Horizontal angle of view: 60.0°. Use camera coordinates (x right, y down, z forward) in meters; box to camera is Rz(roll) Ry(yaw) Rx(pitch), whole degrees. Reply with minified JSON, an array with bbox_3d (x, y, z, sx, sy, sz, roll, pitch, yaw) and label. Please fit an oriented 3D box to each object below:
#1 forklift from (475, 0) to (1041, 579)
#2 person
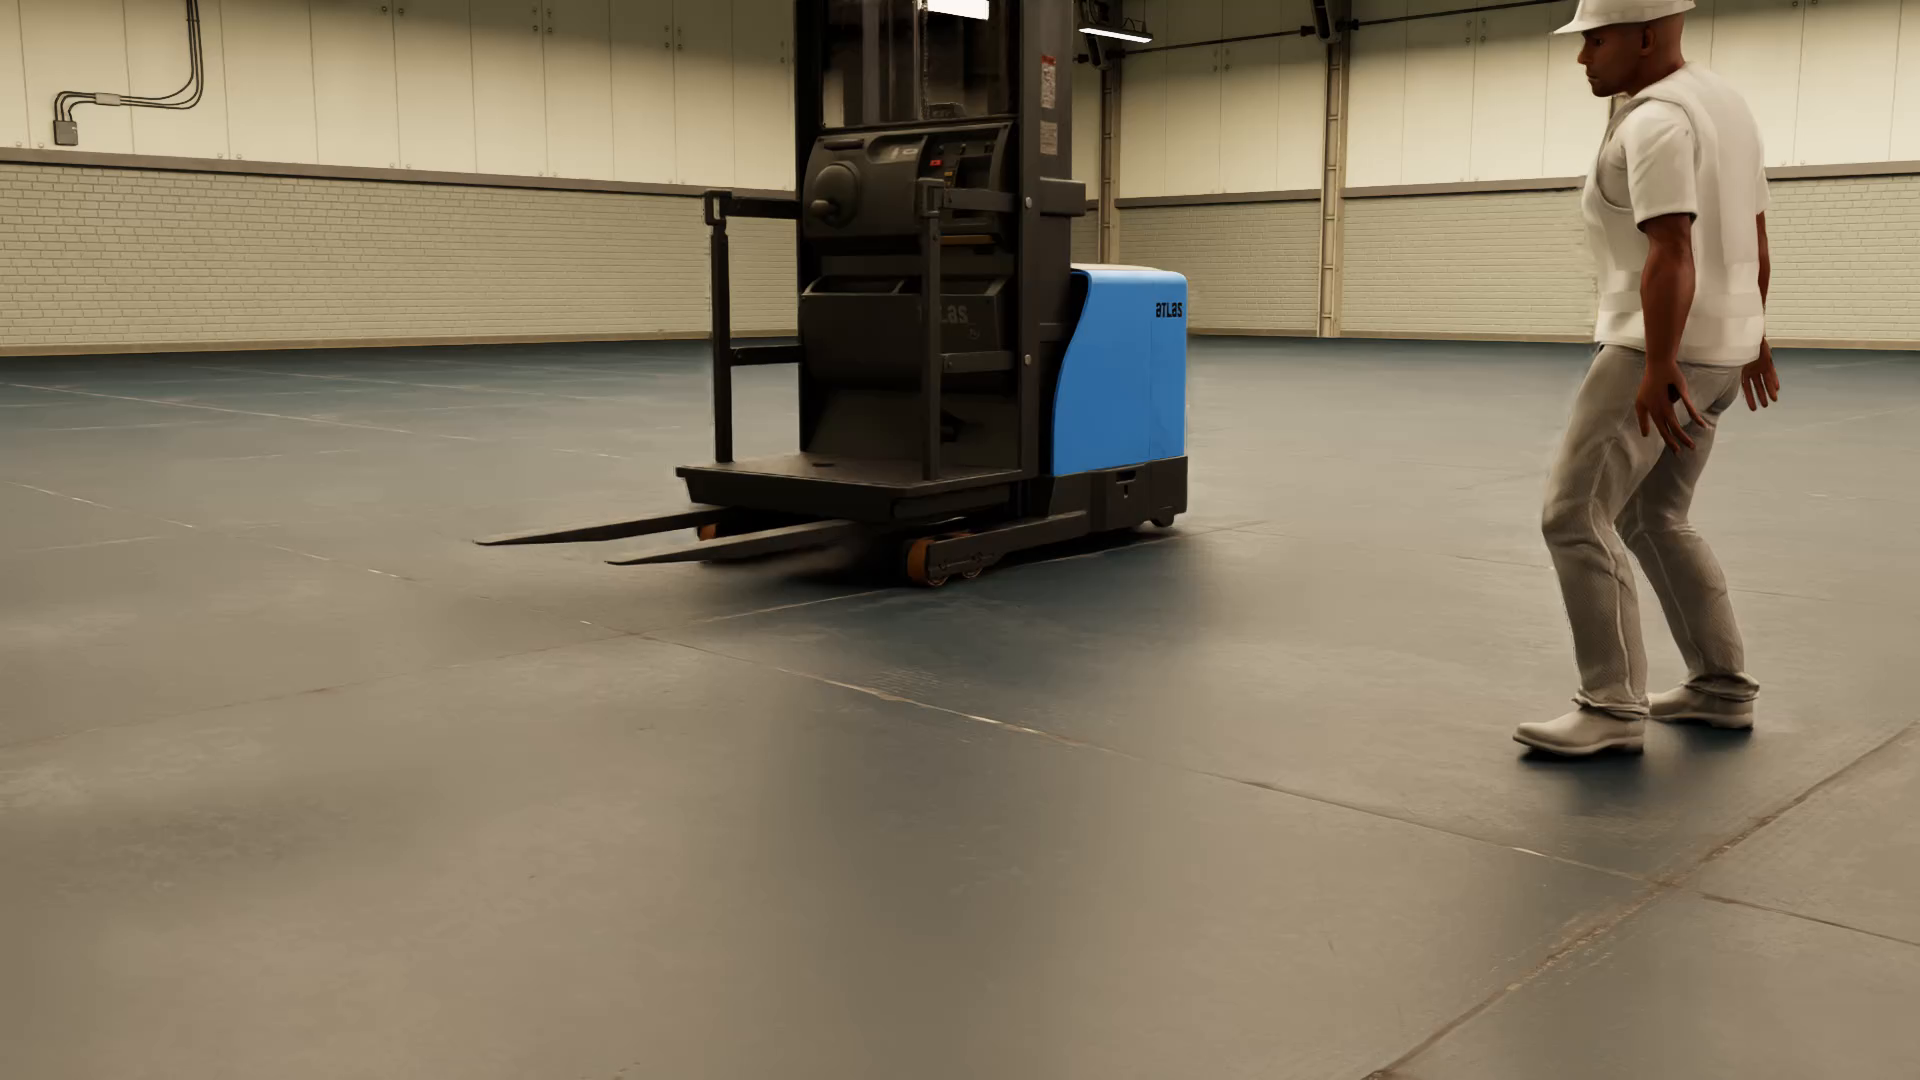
[{"bbox_3d":[-0.335,-1.372,5.985,1.121,2.935,3.031,6,11,37],"label":"forklift"},{"bbox_3d":[1.567,-0.417,3.749,0.460,1.731,0.893,7,11,39],"label":"person"}]
